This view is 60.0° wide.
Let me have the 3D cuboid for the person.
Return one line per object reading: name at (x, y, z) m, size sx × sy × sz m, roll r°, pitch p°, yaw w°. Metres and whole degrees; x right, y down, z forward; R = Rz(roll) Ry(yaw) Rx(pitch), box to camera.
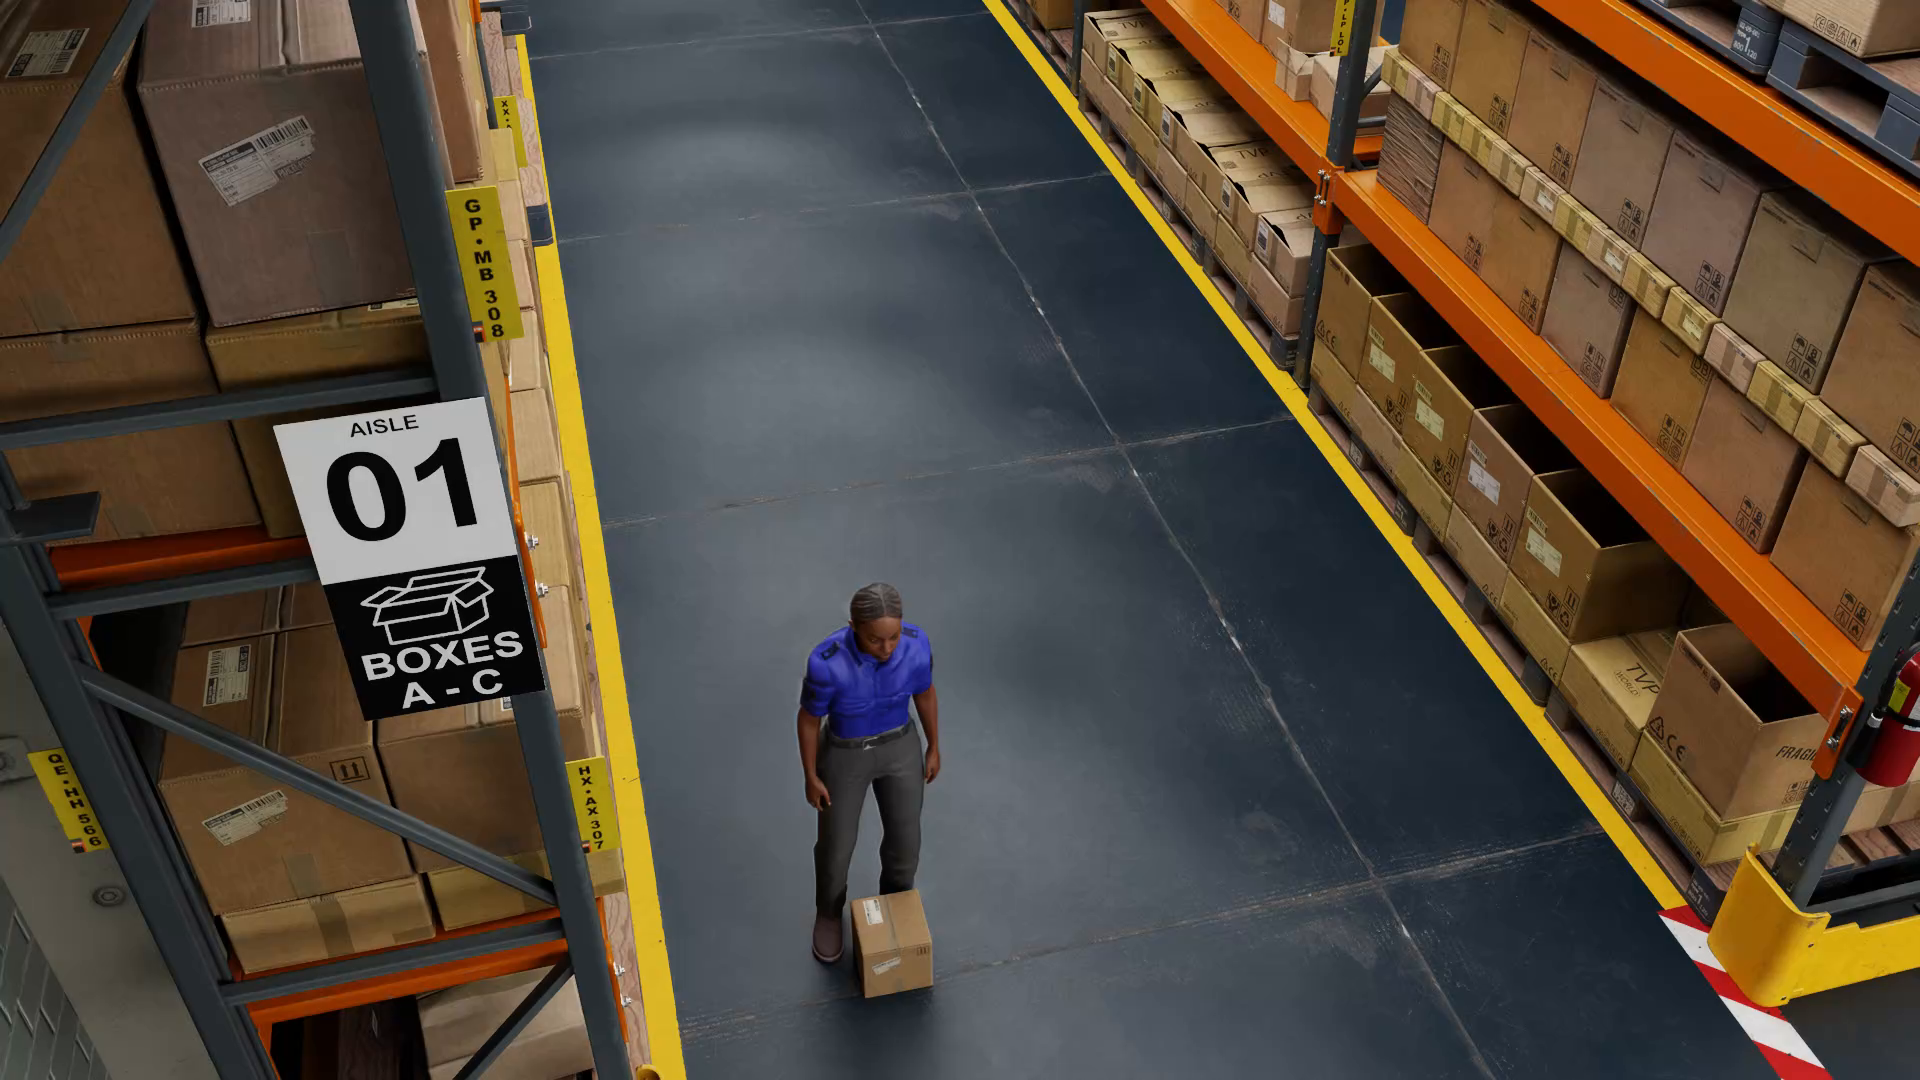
person at (-0.309, 0.784, 5.730) m, size 0.530 × 1.654 × 0.403 m, roll -12°, pitch 40°, yaw -15°
